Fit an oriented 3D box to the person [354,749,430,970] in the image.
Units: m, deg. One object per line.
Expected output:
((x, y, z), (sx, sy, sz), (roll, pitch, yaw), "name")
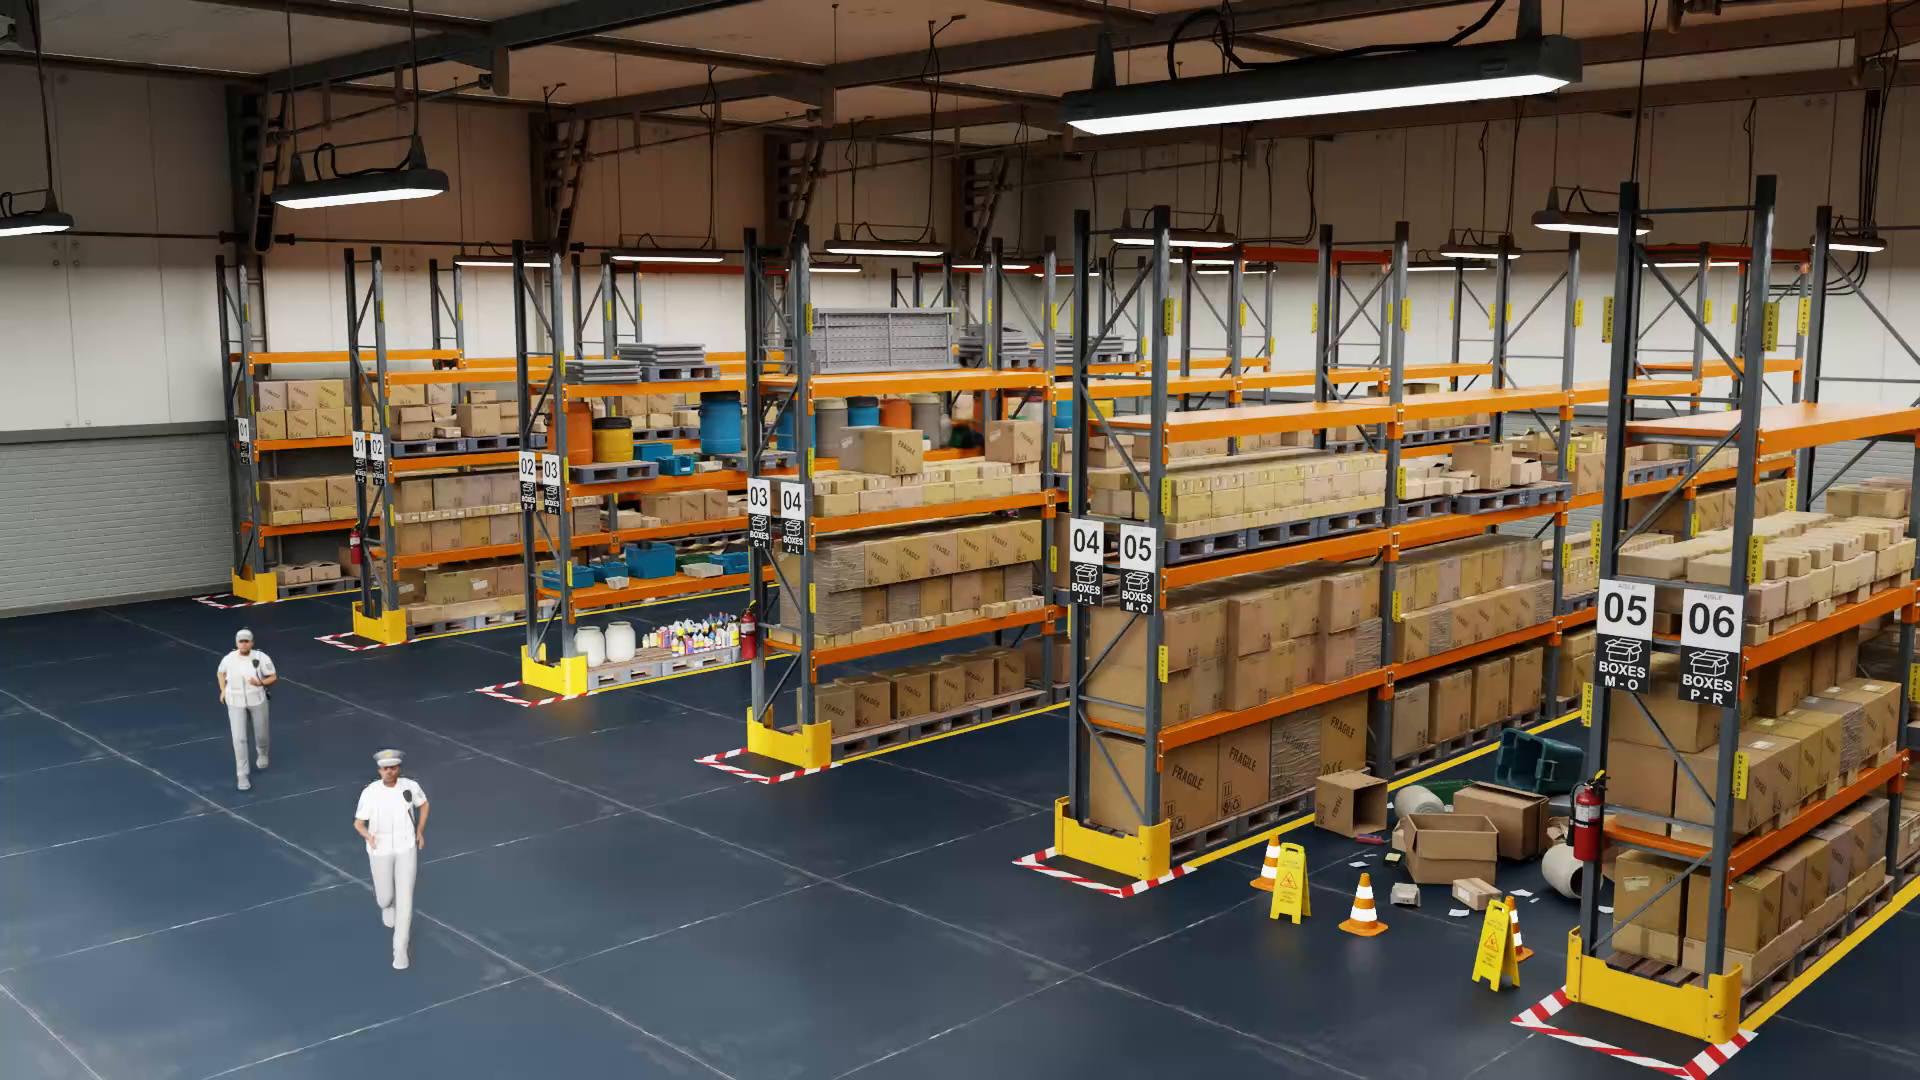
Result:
((-4.511, 2.473, 13.257), (0.579, 1.692, 0.851), (-3, 9, -20), "person")

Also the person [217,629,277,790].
((-7.715, 1.782, 18.027), (0.605, 1.653, 0.943), (-3, 9, -20), "person")

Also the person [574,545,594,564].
((-6.831, 0.047, 30.437), (0.589, 1.635, 0.802), (6, 10, 36), "person")
